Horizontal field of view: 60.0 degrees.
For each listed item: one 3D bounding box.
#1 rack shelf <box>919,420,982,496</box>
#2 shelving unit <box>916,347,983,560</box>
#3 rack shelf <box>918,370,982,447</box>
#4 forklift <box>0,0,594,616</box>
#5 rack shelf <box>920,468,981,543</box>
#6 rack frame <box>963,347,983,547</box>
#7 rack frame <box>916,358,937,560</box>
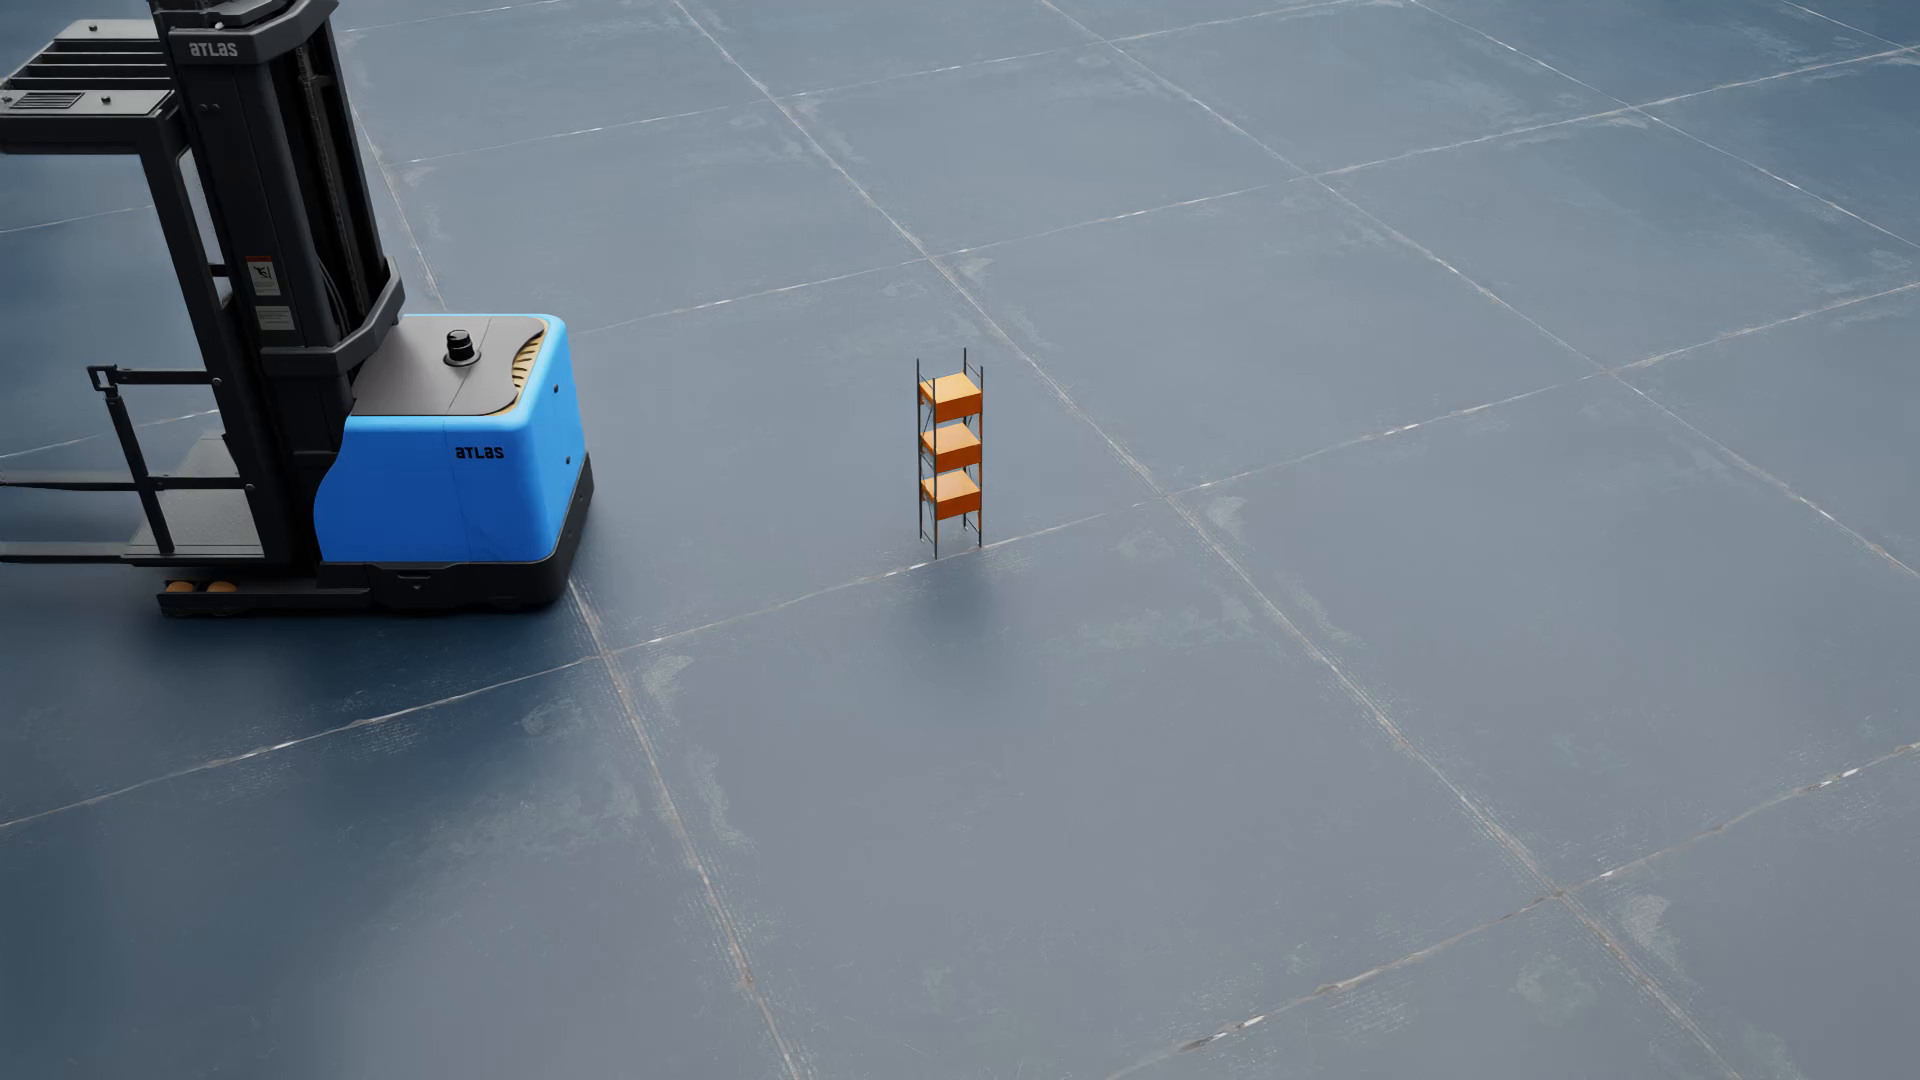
[{"bbox_3d":[-0.048,-0.400,8.068,0.240,0.259,0.215,-16,39,-20],"label":"rack shelf"},{"bbox_3d":[-0.048,-0.408,8.062,0.252,1.050,0.215,-16,39,-20],"label":"shelving unit"},{"bbox_3d":[-0.048,-0.628,7.899,0.240,0.259,0.215,-16,39,-20],"label":"rack shelf"},{"bbox_3d":[-3.413,-1.131,7.457,3.031,2.935,1.130,0,37,0],"label":"forklift"},{"bbox_3d":[-0.048,-0.176,8.234,0.240,0.259,0.215,-16,39,-20],"label":"rack shelf"},{"bbox_3d":[0.062,-0.439,8.104,0.008,1.050,0.200,-16,39,-20],"label":"rack frame"},{"bbox_3d":[-0.159,-0.377,8.020,0.008,1.050,0.200,-16,39,-20],"label":"rack frame"}]
